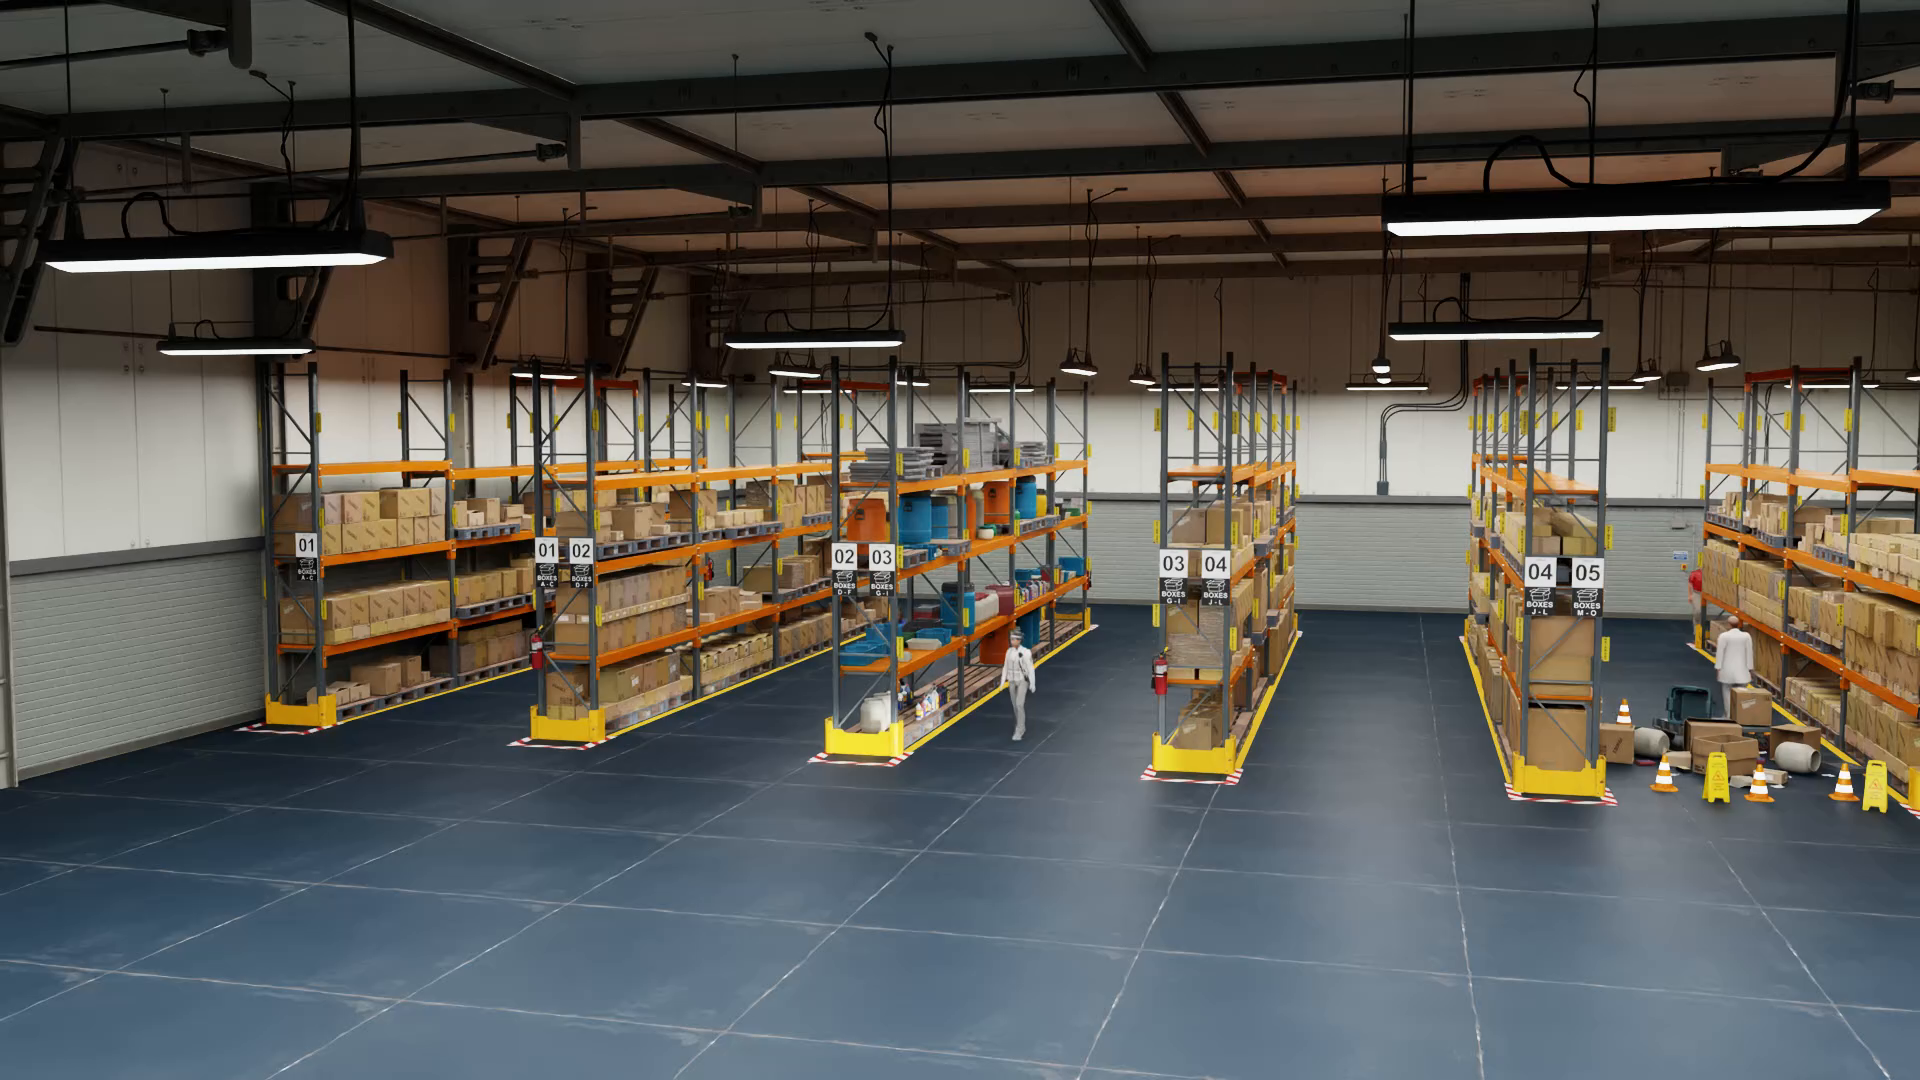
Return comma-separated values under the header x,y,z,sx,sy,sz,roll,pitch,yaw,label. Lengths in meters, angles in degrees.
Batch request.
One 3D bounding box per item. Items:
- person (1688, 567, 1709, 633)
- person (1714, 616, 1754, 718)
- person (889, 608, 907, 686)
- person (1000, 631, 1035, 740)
x,y,z,sx,sy,sz,roll,pitch,yaw,label
17.613,1.389,39.492,0.582,1.802,0.502,0,4,-7,person
12.955,2.162,27.836,0.614,1.775,0.613,1,4,13,person
-1.164,2.044,30.477,0.494,1.590,0.971,1,4,18,person
0.868,2.299,26.570,0.560,1.677,0.650,3,5,38,person
